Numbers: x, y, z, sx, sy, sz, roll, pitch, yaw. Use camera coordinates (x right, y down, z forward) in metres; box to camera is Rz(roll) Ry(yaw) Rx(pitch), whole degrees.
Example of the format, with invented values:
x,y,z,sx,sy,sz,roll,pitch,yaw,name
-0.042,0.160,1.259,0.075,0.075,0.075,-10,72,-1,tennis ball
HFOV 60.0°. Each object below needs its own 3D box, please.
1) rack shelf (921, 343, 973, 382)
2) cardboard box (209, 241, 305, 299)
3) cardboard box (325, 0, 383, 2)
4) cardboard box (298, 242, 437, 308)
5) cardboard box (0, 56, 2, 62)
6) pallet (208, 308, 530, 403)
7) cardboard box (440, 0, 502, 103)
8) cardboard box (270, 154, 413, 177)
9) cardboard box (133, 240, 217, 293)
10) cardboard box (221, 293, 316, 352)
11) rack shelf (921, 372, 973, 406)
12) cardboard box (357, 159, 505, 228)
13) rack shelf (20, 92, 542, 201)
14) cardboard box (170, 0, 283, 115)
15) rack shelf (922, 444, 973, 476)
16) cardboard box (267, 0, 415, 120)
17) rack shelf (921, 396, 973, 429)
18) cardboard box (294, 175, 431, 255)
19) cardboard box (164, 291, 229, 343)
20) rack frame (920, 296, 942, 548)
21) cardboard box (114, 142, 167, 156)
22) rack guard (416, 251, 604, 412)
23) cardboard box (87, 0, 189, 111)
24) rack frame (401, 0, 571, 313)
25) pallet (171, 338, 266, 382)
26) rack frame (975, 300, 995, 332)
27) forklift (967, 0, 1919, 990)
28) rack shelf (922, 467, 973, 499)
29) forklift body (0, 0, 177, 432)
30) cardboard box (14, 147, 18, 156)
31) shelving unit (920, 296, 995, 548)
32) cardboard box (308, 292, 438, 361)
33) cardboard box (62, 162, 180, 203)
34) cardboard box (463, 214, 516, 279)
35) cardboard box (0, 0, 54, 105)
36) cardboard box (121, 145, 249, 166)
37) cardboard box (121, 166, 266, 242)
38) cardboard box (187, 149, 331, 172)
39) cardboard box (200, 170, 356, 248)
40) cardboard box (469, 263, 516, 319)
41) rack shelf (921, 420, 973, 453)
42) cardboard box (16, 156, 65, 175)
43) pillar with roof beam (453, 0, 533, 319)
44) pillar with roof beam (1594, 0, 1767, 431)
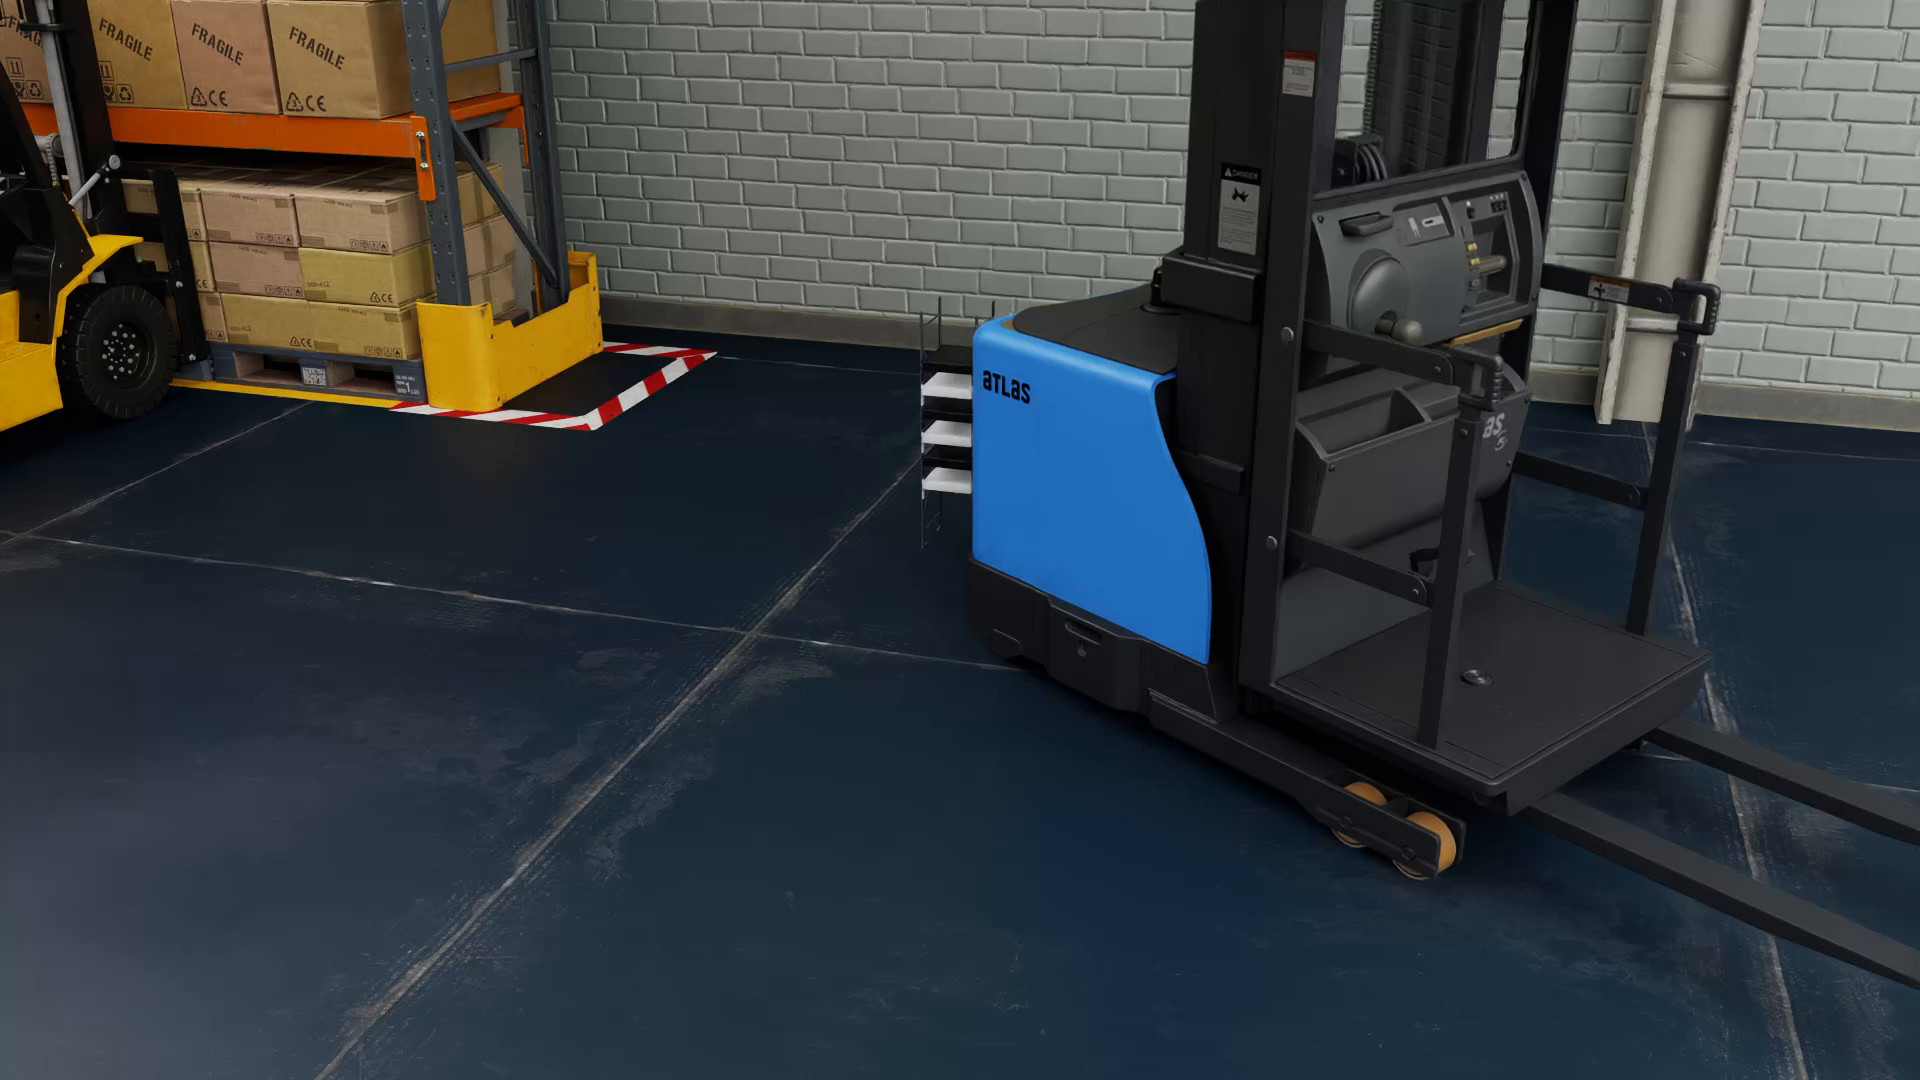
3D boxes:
x,y,z,sx,sy,sz,roll,pitch,yaw,name
-0.008,-0.636,6.012,0.200,0.077,0.258,7,23,16,rack shelf
-3.238,-1.359,8.042,0.500,0.250,0.500,6,23,15,cardboard box
-2.618,-2.490,7.401,0.250,0.149,0.380,7,23,16,cardboard box
-2.761,-1.300,7.899,0.500,0.250,0.500,6,23,15,cardboard box
-4.696,-2.442,8.140,0.500,0.500,0.500,6,23,15,cardboard box
-2.949,-0.986,8.395,1.213,0.211,1.003,7,23,16,pallet
-2.599,-2.409,8.058,0.500,0.500,0.500,7,23,17,cardboard box
-3.090,-1.767,8.377,0.500,0.250,0.500,7,23,16,cardboard box
-3.738,-1.408,8.162,0.500,0.250,0.500,6,23,14,cardboard box
-3.219,-1.124,8.128,0.500,0.250,0.500,7,23,15,cardboard box
-0.008,-0.553,6.046,0.200,0.077,0.258,7,23,16,rack shelf
-2.610,-1.713,8.247,0.500,0.250,0.500,6,23,15,cardboard box
-4.120,-2.094,8.369,4.000,0.370,1.077,7,23,16,rack shelf
-3.246,-2.272,7.725,0.500,0.500,0.500,7,23,17,cardboard box
-0.008,-0.303,6.148,0.200,0.077,0.258,7,23,16,rack shelf
-2.752,-2.212,7.578,0.500,0.500,0.500,6,23,14,cardboard box
-0.008,-0.470,6.080,0.200,0.077,0.258,7,23,16,rack shelf
-2.736,-1.529,7.798,0.500,0.250,0.500,7,23,17,cardboard box
-3.696,-1.182,8.269,0.500,0.250,0.500,7,23,16,cardboard box
-0.105,-0.428,6.129,0.006,0.900,0.240,7,23,16,rack frame
-4.537,-1.936,8.790,0.500,0.250,0.500,7,23,16,cardboard box
-2.182,-1.048,8.166,0.348,0.500,1.175,7,23,16,rack guard
-3.737,-2.328,7.862,0.500,0.500,0.500,6,23,14,cardboard box
-2.205,-2.207,7.698,0.127,3.000,1.000,7,23,16,rack frame
-4.113,-1.120,8.723,1.213,0.211,1.003,7,23,15,pallet
0.090,-0.406,6.074,0.006,0.900,0.240,7,23,16,rack frame
1.361,-0.717,4.157,1.130,2.935,3.031,-18,28,-37,forklift
-0.008,-0.220,6.182,0.200,0.077,0.258,7,23,16,rack shelf
-4.547,-1.360,6.750,1.214,2.155,2.313,7,23,16,forklift body
-5.018,-1.997,8.938,0.500,0.250,0.500,6,23,15,cardboard box
-0.008,-0.417,6.101,0.210,0.900,0.258,7,23,16,shelving unit
-2.746,-1.066,7.986,0.500,0.250,0.500,7,23,16,cardboard box
-4.195,-1.693,8.197,0.500,0.250,0.500,6,23,14,cardboard box
-2.595,-1.488,8.355,0.500,0.250,0.500,7,23,16,cardboard box
-4.221,-2.379,7.987,0.500,0.500,0.500,7,23,16,cardboard box
-4.054,-1.884,8.663,0.500,0.250,0.500,6,23,14,cardboard box
-3.712,-1.635,8.055,0.500,0.250,0.500,7,23,16,cardboard box
-3.565,-1.826,8.520,0.500,0.250,0.500,6,23,15,cardboard box
-3.226,-1.583,7.929,0.500,0.250,0.500,7,23,16,cardboard box
-2.619,-1.254,8.445,0.500,0.250,0.500,7,23,16,cardboard box
-0.008,-0.386,6.114,0.200,0.077,0.258,7,23,16,rack shelf
-4.696,-1.753,8.344,0.500,0.250,0.500,7,23,17,cardboard box
-3.855,-3.822,3.731,0.400,9.000,9.100,7,23,16,pillar with roof beam
1.890,-3.165,2.128,0.400,9.000,9.100,7,23,16,pillar with roof beam
